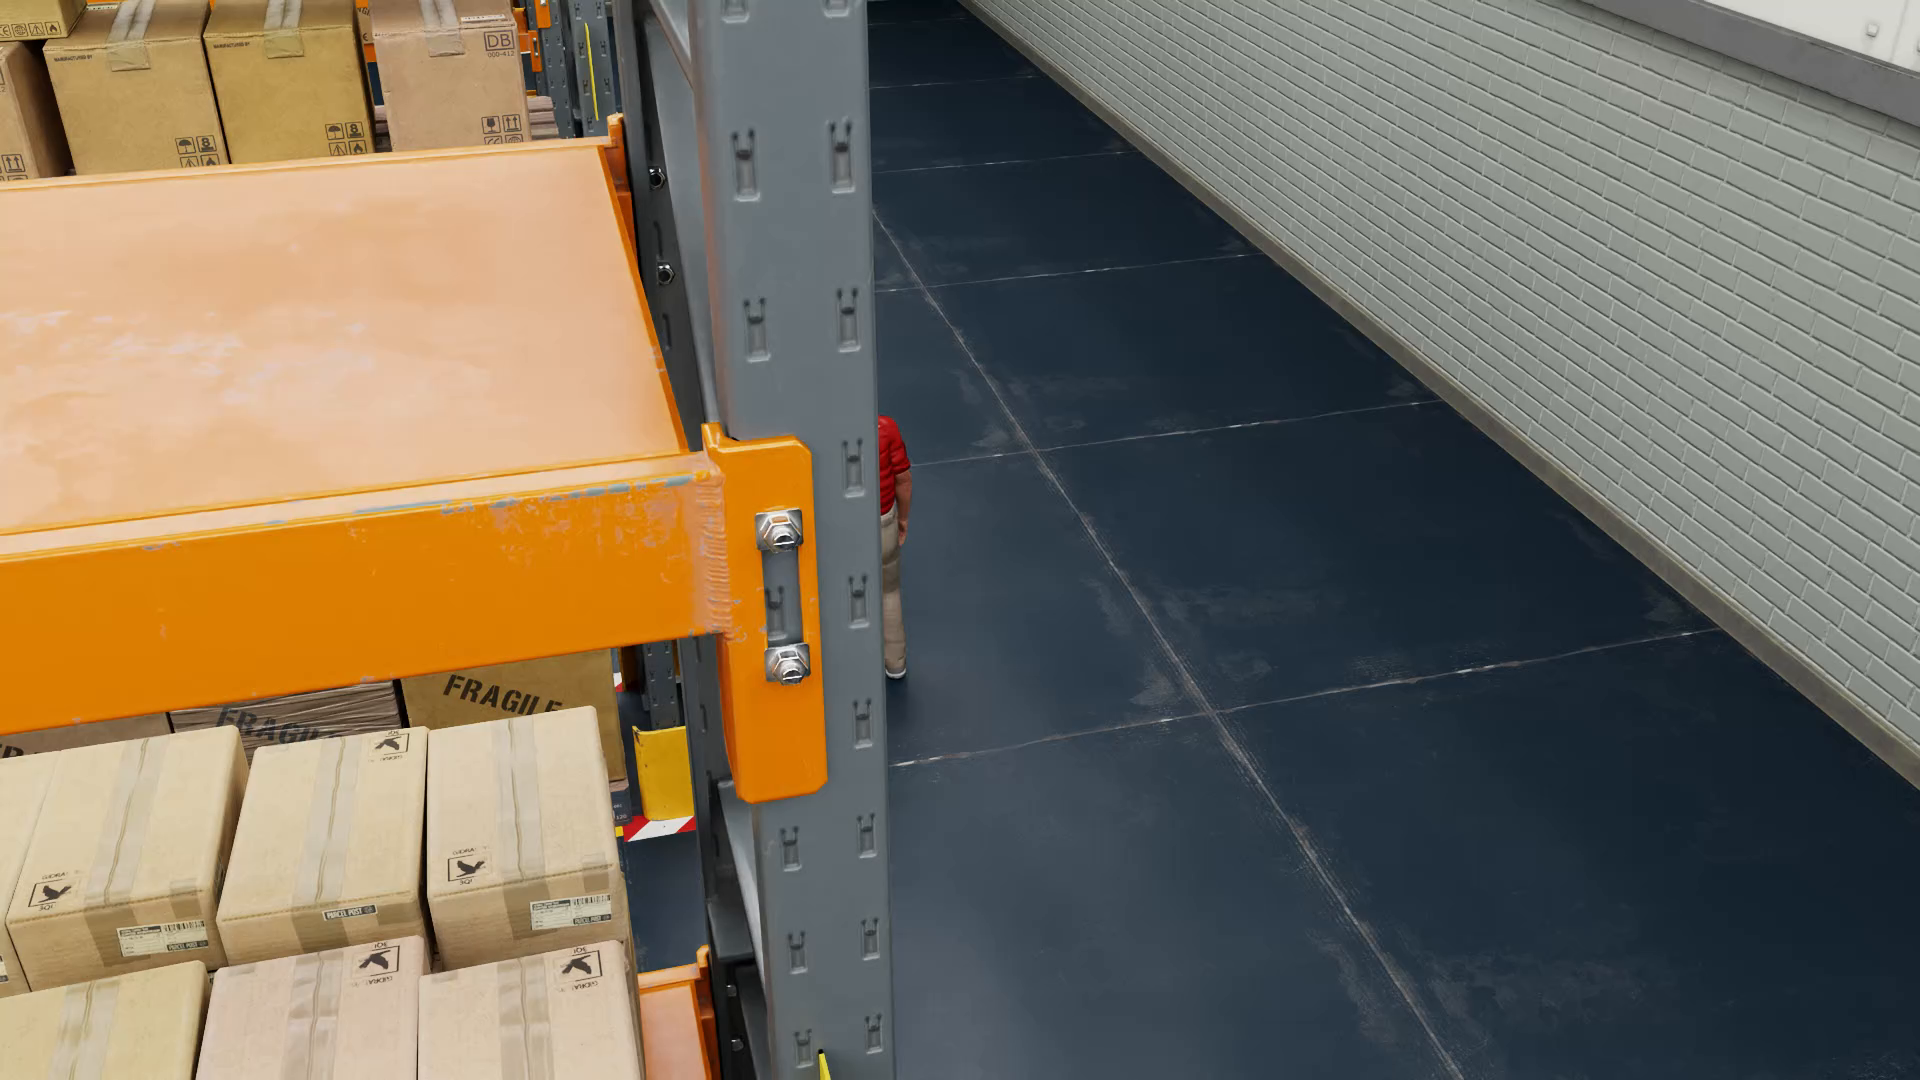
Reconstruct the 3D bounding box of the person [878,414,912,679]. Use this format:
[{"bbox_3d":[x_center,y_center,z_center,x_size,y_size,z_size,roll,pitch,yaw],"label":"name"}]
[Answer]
[{"bbox_3d":[-0.521,-0.043,8.218,0.583,1.726,0.397,-12,32,-20],"label":"person"}]
